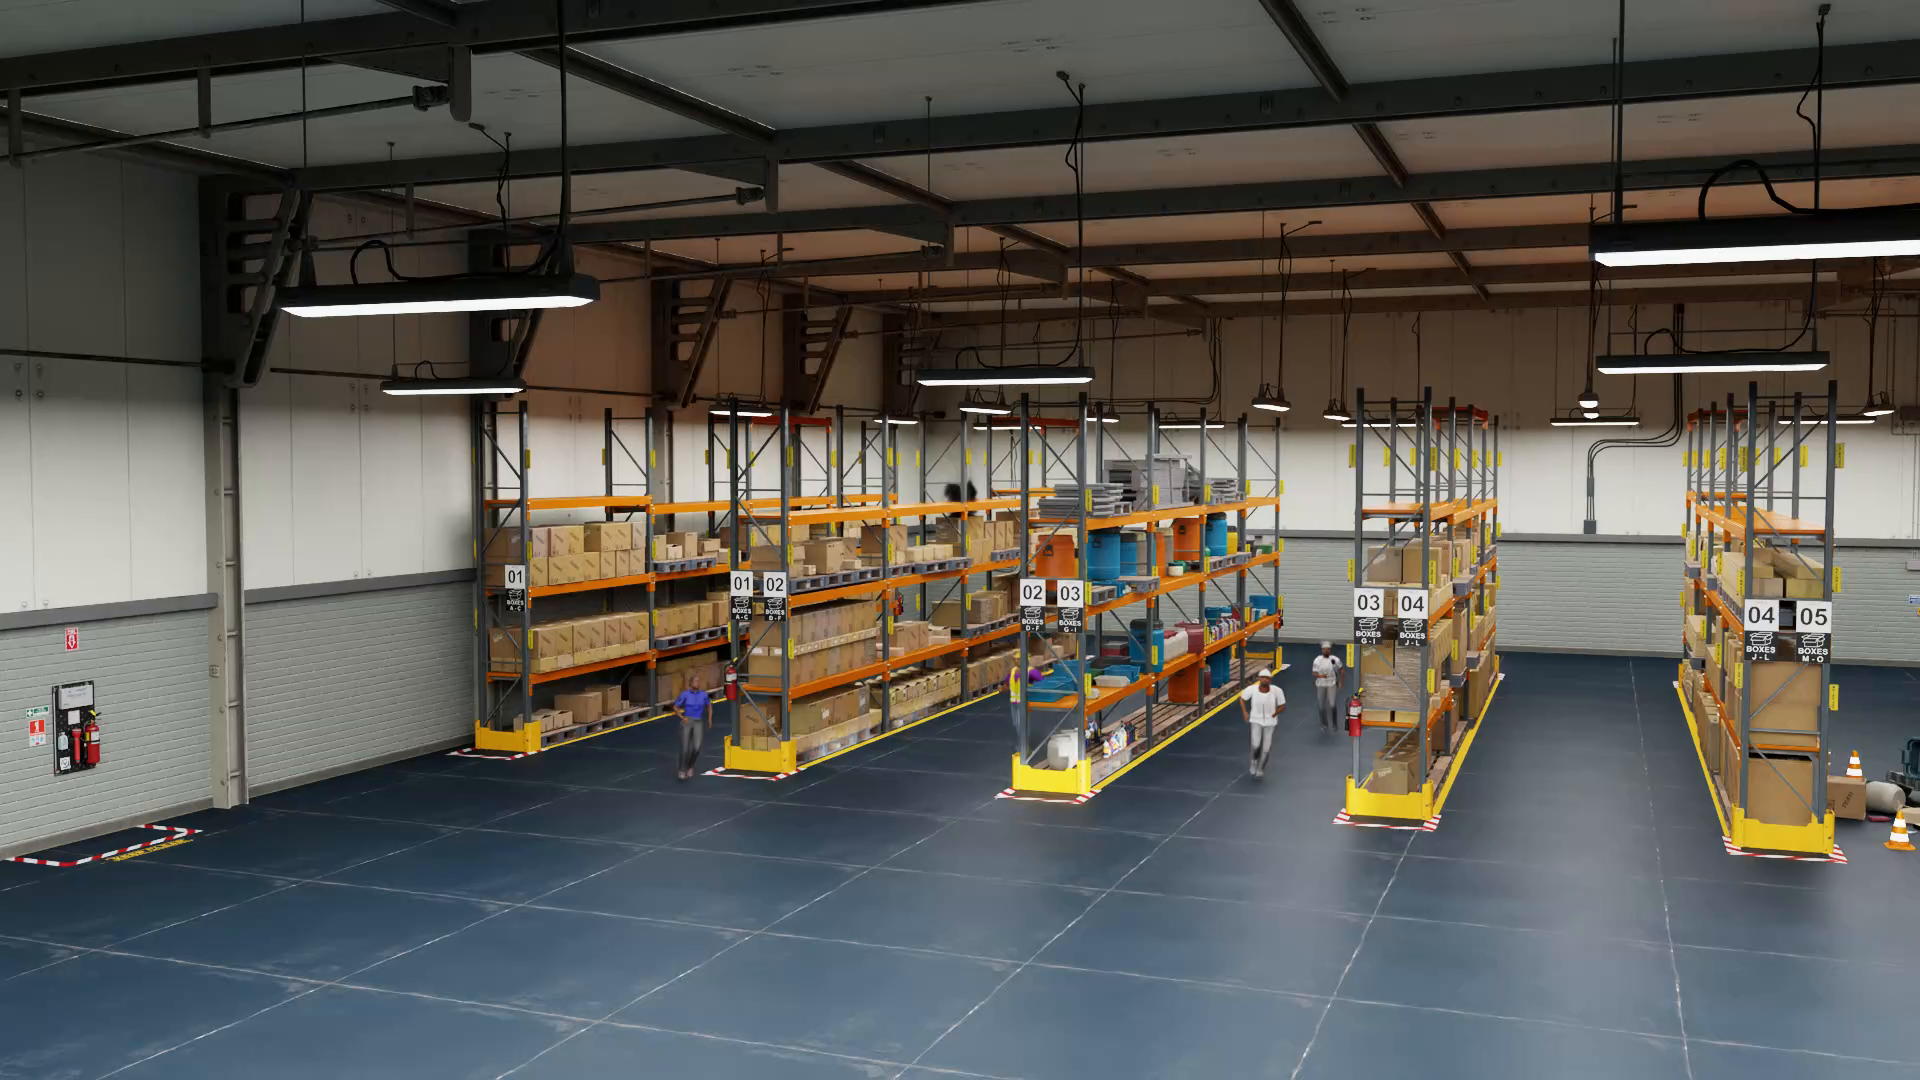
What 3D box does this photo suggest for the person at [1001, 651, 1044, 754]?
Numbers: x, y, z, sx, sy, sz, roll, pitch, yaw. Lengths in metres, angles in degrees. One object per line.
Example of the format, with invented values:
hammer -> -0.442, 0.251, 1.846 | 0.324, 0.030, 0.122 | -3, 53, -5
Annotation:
person -> 1.001, 2.752, 27.843 | 0.757, 1.786, 0.716 | 2, 4, 40

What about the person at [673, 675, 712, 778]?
person -> -4.170, 2.931, 26.074 | 0.650, 1.603, 0.550 | -1, 3, -21

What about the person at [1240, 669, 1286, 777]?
person -> 4.730, 2.865, 25.946 | 0.696, 1.717, 0.643 | 0, 3, 6

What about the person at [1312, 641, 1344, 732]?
person -> 6.721, 2.677, 30.358 | 0.569, 1.673, 0.655 | 1, 3, 14
